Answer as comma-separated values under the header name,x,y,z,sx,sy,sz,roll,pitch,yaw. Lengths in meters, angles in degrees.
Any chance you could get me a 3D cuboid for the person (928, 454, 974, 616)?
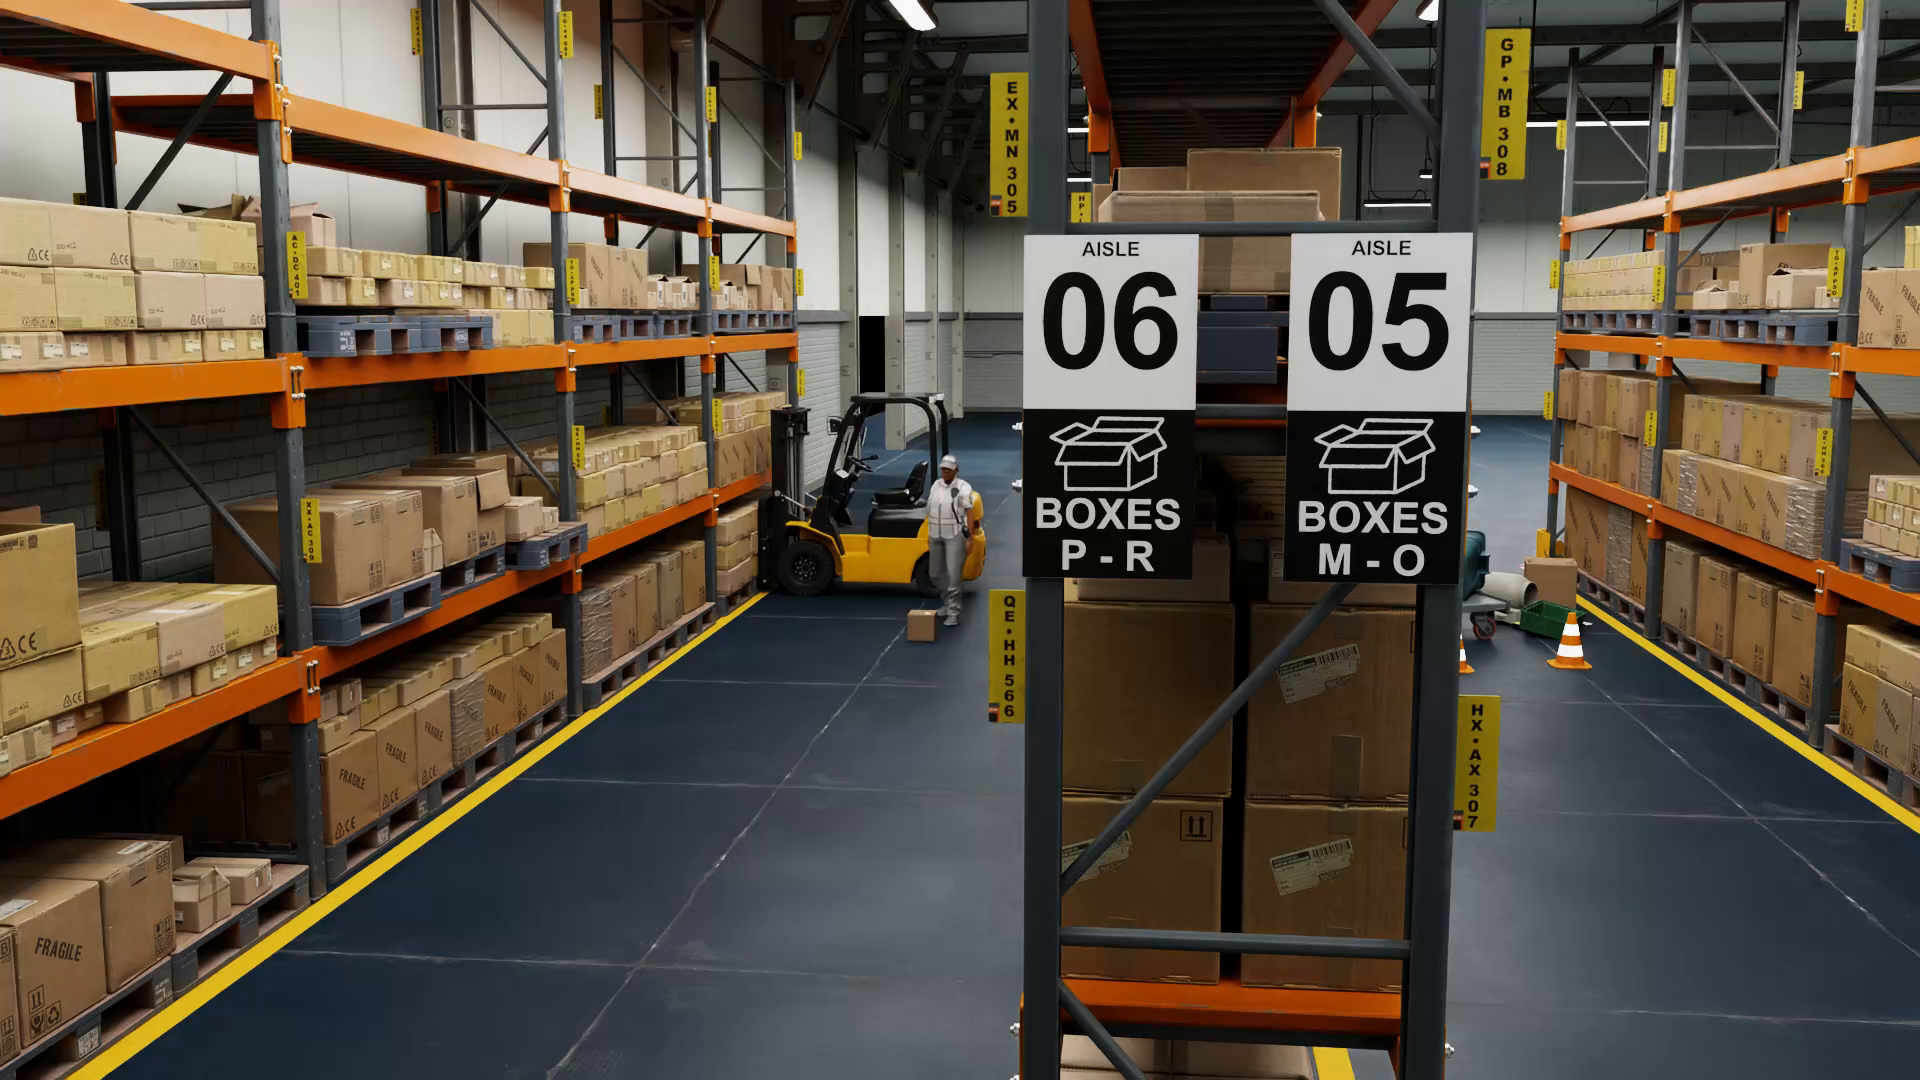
name,x,y,z,sx,sy,sz,roll,pitch,yaw
person,-0.078,-0.050,16.393,0.485,1.600,0.482,5,9,31
